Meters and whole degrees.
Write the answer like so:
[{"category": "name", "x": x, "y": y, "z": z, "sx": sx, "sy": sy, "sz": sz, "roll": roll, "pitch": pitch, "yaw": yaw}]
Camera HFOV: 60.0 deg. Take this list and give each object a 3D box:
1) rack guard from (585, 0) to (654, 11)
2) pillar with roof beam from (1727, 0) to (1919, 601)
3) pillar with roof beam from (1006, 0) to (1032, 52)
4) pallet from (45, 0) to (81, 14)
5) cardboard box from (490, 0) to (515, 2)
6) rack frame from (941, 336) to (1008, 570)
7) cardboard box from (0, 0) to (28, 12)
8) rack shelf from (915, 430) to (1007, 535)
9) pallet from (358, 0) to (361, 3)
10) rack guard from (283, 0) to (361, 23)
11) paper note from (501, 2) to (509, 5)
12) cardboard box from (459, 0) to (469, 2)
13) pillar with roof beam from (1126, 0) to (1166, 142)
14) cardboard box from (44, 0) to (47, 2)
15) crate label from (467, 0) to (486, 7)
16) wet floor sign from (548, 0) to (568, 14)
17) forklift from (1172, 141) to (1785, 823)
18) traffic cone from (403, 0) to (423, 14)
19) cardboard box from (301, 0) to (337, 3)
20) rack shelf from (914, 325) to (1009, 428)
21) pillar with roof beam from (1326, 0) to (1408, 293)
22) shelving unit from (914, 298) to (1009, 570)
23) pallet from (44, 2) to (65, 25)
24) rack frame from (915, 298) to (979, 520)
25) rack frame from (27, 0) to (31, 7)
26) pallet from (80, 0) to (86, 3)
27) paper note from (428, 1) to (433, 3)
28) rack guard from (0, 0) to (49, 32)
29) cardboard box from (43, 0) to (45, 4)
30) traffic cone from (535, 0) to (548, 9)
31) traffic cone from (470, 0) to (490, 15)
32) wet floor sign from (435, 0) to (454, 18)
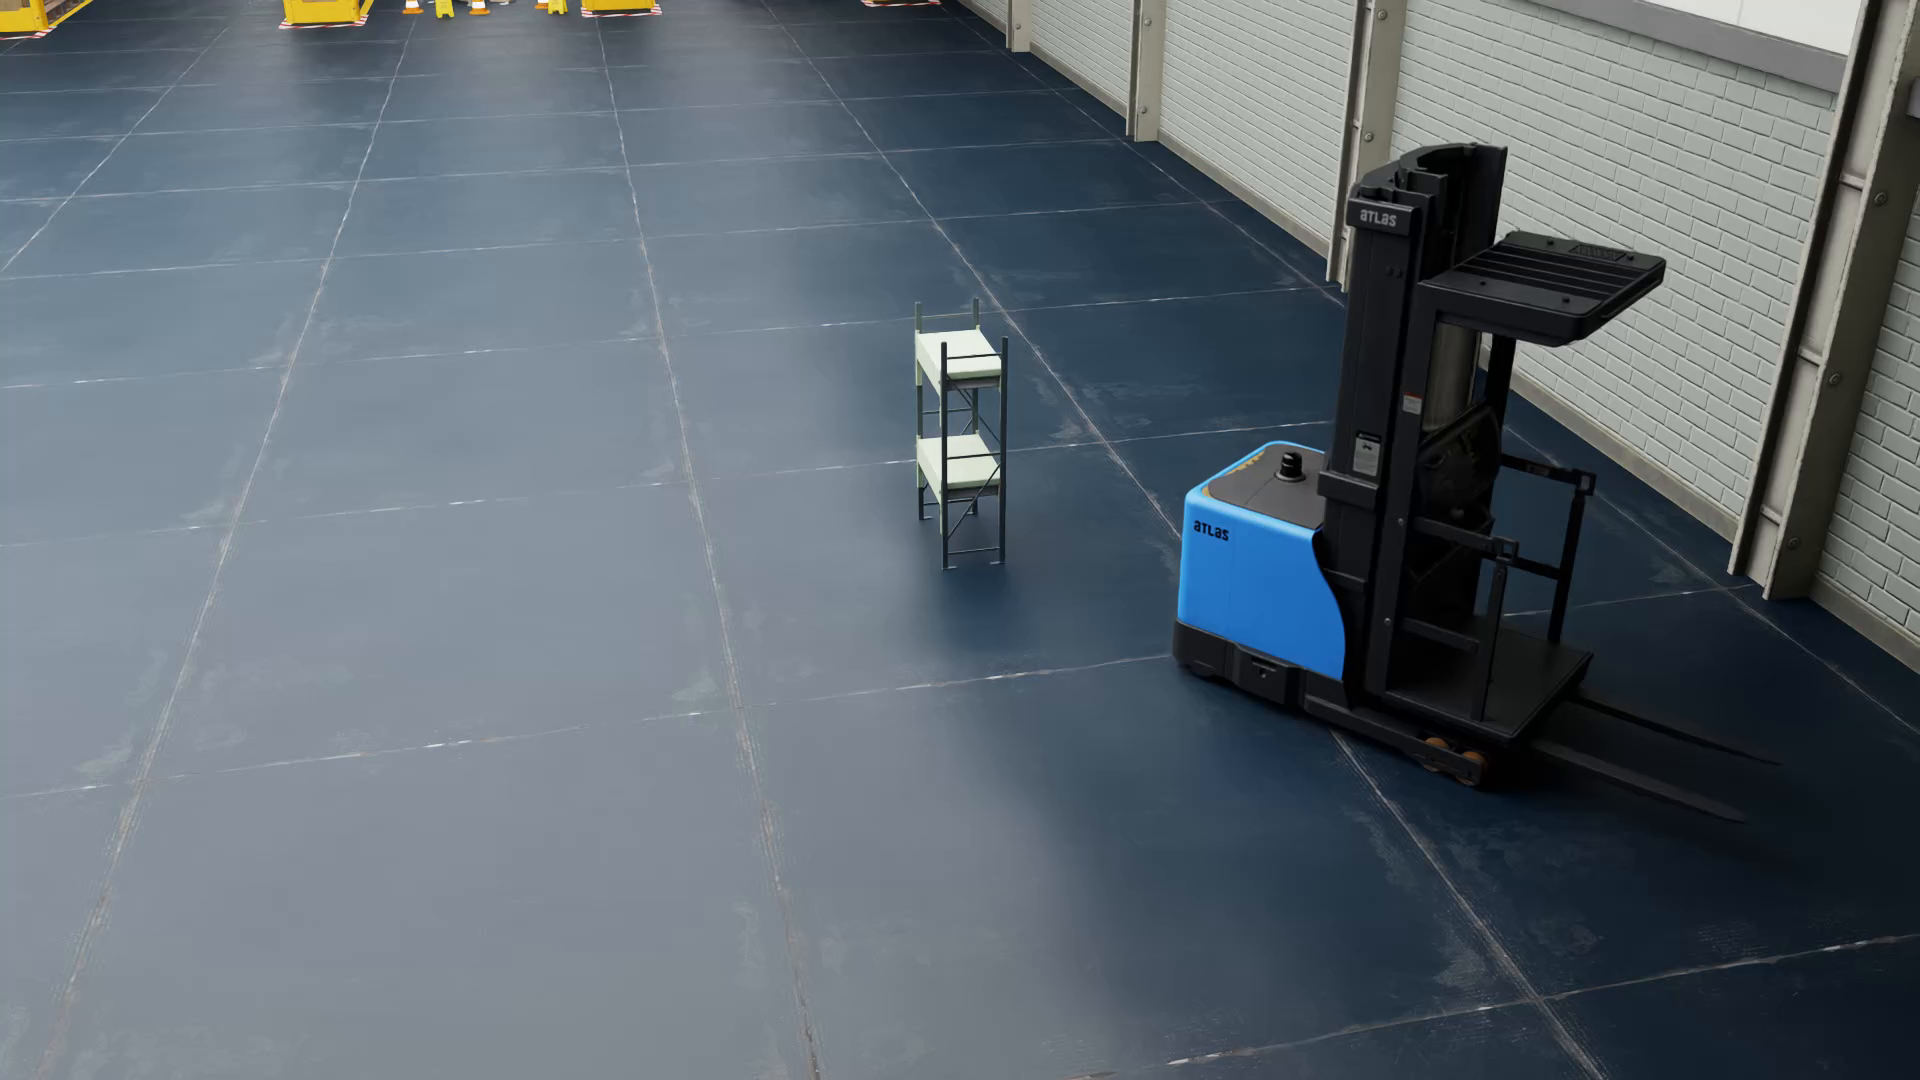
[{"category": "rack guard", "x": -6.009, "y": -9.626, "z": 29.267, "sx": 1.175, "sy": 0.500, "sz": 0.348, "roll": -6, "pitch": 27, "yaw": -12}, {"category": "pillar with roof beam", "x": 0.779, "y": -3.316, "z": 7.334, "sx": 9.100, "sy": 9.000, "sz": 0.400, "roll": -6, "pitch": 27, "yaw": -12}, {"category": "pillar with roof beam", "x": -3.278, "y": -11.218, "z": 22.989, "sx": 9.100, "sy": 9.000, "sz": 0.400, "roll": -6, "pitch": 27, "yaw": -12}, {"category": "pallet", "x": -16.084, "y": -9.385, "z": 29.111, "sx": 1.003, "sy": 0.211, "sz": 1.213, "roll": -6, "pitch": 27, "yaw": -12}, {"category": "cardboard box", "x": -8.255, "y": -9.806, "z": 30.013, "sx": 0.380, "sy": 0.149, "sz": 0.250, "roll": 8, "pitch": 28, "yaw": 15}, {"category": "rack frame", "x": 0.084, "y": -0.506, "z": 10.088, "sx": 0.400, "sy": 1.500, "sz": 0.023, "roll": -6, "pitch": 27, "yaw": -12}, {"category": "cardboard box", "x": -15.771, "y": -9.050, "z": 27.659, "sx": 0.500, "sy": 0.500, "sz": 0.500, "roll": -1, "pitch": 27, "yaw": -2}, {"category": "rack shelf", "x": 0.002, "y": -0.376, "z": 10.553, "sx": 0.431, "sy": 0.370, "sz": 0.720, "roll": -6, "pitch": 27, "yaw": -12}, {"category": "pallet", "x": -11.320, "y": -9.794, "z": 29.920, "sx": 1.003, "sy": 0.211, "sz": 1.213, "roll": -6, "pitch": 27, "yaw": -12}, {"category": "rack guard", "x": -10.786, "y": -9.035, "z": 28.096, "sx": 1.175, "sy": 0.500, "sz": 0.348, "roll": -6, "pitch": 27, "yaw": -12}, {"category": "paper note", "x": -8.144, "y": -9.596, "z": 29.728, "sx": 0.148, "sy": 0.019, "sz": 0.142, "roll": -16, "pitch": 31, "yaw": -29}, {"category": "cardboard box", "x": -8.854, "y": -10.108, "z": 30.218, "sx": 0.637, "sy": 0.503, "sz": 0.797, "roll": 19, "pitch": 32, "yaw": 32}, {"category": "pillar with roof beam", "x": -1.925, "y": -8.584, "z": 17.771, "sx": 9.100, "sy": 9.000, "sz": 0.400, "roll": -6, "pitch": 27, "yaw": -12}, {"category": "cardboard box", "x": -16.062, "y": -9.585, "z": 28.720, "sx": 0.500, "sy": 0.500, "sz": 0.500, "roll": -3, "pitch": 27, "yaw": -7}, {"category": "crate label", "x": -8.588, "y": -9.565, "z": 29.549, "sx": 0.250, "sy": 0.136, "sz": 0.298, "roll": -23, "pitch": 35, "yaw": -38}, {"category": "wet floor sign", "x": -6.992, "y": -9.465, "z": 28.787, "sx": 0.267, "sy": 0.644, "sz": 0.232, "roll": 3, "pitch": 27, "yaw": 6}, {"category": "forklift", "x": 2.652, "y": -0.352, "z": 8.194, "sx": 3.031, "sy": 2.935, "sz": 1.130, "roll": 20, "pitch": 33, "yaw": 34}, {"category": "traffic cone", "x": -9.528, "y": -9.406, "z": 28.873, "sx": 0.336, "sy": 0.463, "sz": 0.334, "roll": -6, "pitch": 27, "yaw": -12}, {"category": "cardboard box", "x": -11.009, "y": -9.691, "z": 28.514, "sx": 0.875, "sy": 0.875, "sz": 0.875, "roll": -6, "pitch": 27, "yaw": -11}, {"category": "rack shelf", "x": 0.002, "y": -1.015, "z": 10.230, "sx": 0.431, "sy": 0.370, "sz": 0.720, "roll": -6, "pitch": 27, "yaw": -12}, {"category": "pillar with roof beam", "x": -0.573, "y": -5.950, "z": 12.552, "sx": 9.100, "sy": 9.000, "sz": 0.400, "roll": -6, "pitch": 27, "yaw": -12}, {"category": "shelving unit", "x": 0.002, "y": -0.667, "z": 10.406, "sx": 0.431, "sy": 1.500, "sz": 0.755, "roll": -6, "pitch": 27, "yaw": -12}, {"category": "pallet", "x": -15.813, "y": -8.851, "z": 28.052, "sx": 1.003, "sy": 0.211, "sz": 1.213, "roll": -6, "pitch": 27, "yaw": -12}, {"category": "rack frame", "x": -0.081, "y": -0.827, "z": 10.725, "sx": 0.400, "sy": 1.500, "sz": 0.023, "roll": -6, "pitch": 27, "yaw": -12}, {"category": "rack frame", "x": -15.647, "y": -9.702, "z": 26.643, "sx": 1.000, "sy": 3.000, "sz": 0.127, "roll": -6, "pitch": 27, "yaw": -12}, {"category": "pallet", "x": -16.363, "y": -9.922, "z": 30.174, "sx": 1.003, "sy": 0.211, "sz": 1.213, "roll": -6, "pitch": 27, "yaw": -12}, {"category": "paper note", "x": -9.482, "y": -9.678, "z": 29.892, "sx": 0.144, "sy": 0.017, "sz": 0.142, "roll": 3, "pitch": 27, "yaw": 6}, {"category": "rack guard", "x": -15.664, "y": -8.620, "z": 27.273, "sx": 1.175, "sy": 0.500, "sz": 0.348, "roll": -6, "pitch": 27, "yaw": -12}, {"category": "cardboard box", "x": -15.939, "y": -9.309, "z": 28.172, "sx": 0.500, "sy": 0.500, "sz": 0.500, "roll": 1, "pitch": 27, "yaw": 2}, {"category": "traffic cone", "x": -7.346, "y": -9.634, "z": 29.323, "sx": 0.336, "sy": 0.463, "sz": 0.334, "roll": -6, "pitch": 27, "yaw": -12}, {"category": "traffic cone", "x": -8.350, "y": -9.372, "z": 28.804, "sx": 0.336, "sy": 0.463, "sz": 0.334, "roll": -6, "pitch": 27, "yaw": -12}, {"category": "wet floor sign", "x": -8.856, "y": -9.299, "z": 28.457, "sx": 0.267, "sy": 0.644, "sz": 0.232, "roll": -11, "pitch": 29, "yaw": -20}]
